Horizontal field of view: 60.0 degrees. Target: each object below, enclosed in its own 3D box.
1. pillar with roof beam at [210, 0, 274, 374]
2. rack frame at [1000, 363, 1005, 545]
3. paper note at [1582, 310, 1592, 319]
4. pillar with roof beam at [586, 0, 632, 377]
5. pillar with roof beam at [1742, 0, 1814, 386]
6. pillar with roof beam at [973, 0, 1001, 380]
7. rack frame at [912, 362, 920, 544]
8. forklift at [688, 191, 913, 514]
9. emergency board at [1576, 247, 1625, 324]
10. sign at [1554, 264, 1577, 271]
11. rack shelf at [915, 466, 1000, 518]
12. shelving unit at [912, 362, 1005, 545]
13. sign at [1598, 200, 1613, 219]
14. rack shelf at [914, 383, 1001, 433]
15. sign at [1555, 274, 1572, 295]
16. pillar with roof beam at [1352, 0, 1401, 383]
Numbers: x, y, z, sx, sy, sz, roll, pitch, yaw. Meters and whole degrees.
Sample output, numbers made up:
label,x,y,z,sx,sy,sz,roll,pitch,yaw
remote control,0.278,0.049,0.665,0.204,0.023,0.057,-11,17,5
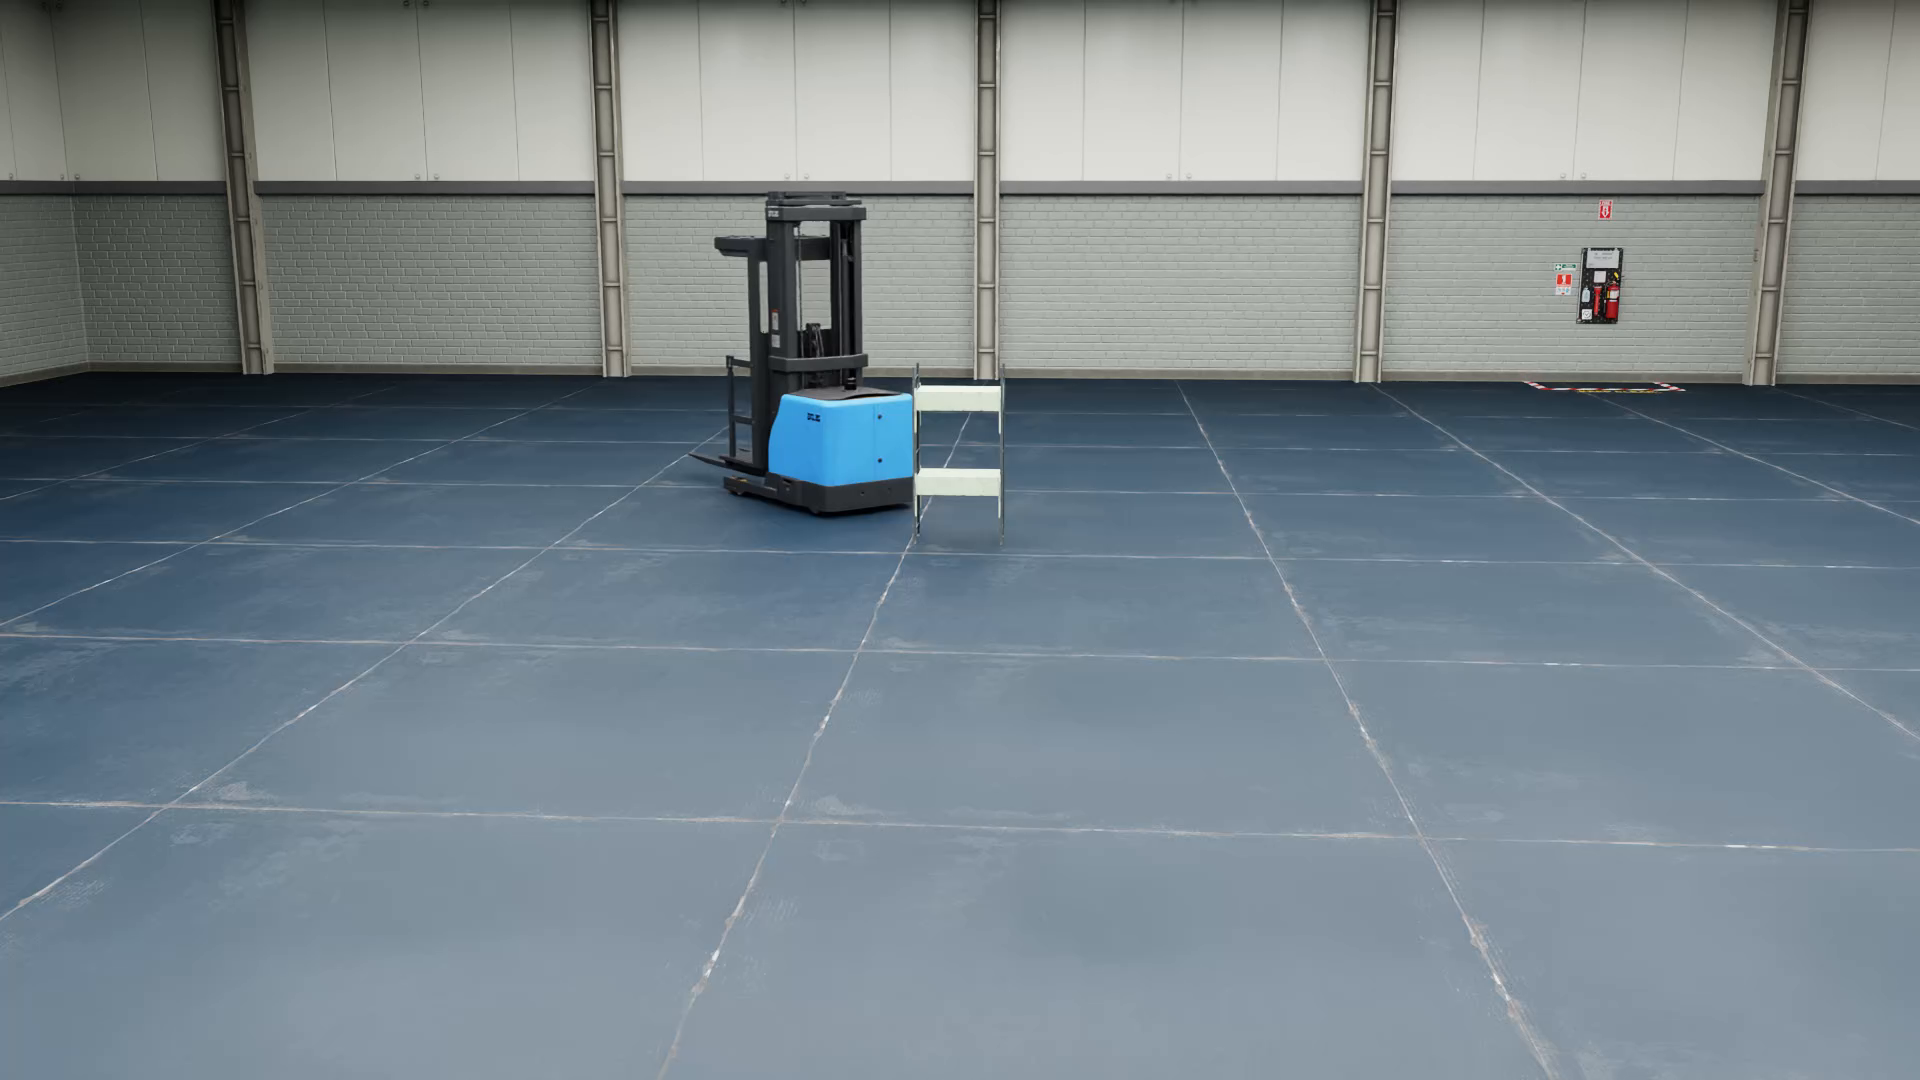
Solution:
label,x,y,z,sx,sy,sz,roll,pitch,yaw
pillar with roof beam,-11.838,-6.272,22.275,0.400,9.000,9.100,1,12,4
rack frame,0.359,-0.729,14.091,0.023,1.500,0.400,1,12,4
paper note,9.761,-3.514,25.892,0.142,0.148,0.016,1,12,4
pillar with roof beam,-5.851,-6.190,21.882,0.400,9.000,9.100,1,12,4
pillar with roof beam,12.109,-5.944,20.705,0.400,9.000,9.100,1,12,4
pillar with roof beam,0.136,-6.108,21.490,0.400,9.000,9.100,1,12,4
rack frame,-0.372,-0.739,14.139,0.023,1.500,0.400,1,12,4
forklift,-1.689,-1.921,16.292,1.130,2.935,3.031,-9,15,-36
emergency board,9.933,-3.928,25.722,0.643,1.169,0.194,1,12,4
sign,9.392,-4.232,25.792,0.331,0.109,0.001,1,12,4
rack shelf,-0.007,-0.415,14.182,0.720,0.370,0.431,1,12,4
shelving unit,-0.007,-0.734,14.115,0.755,1.500,0.431,1,12,4
sign,9.932,-5.084,25.583,0.199,0.298,0.001,1,12,4
rack shelf,-0.007,-1.116,14.035,0.720,0.370,0.431,1,12,4
sign,9.388,-3.975,25.856,0.234,0.329,0.001,1,12,4
pillar with roof beam,6.122,-6.026,21.097,0.400,9.000,9.100,1,12,4
